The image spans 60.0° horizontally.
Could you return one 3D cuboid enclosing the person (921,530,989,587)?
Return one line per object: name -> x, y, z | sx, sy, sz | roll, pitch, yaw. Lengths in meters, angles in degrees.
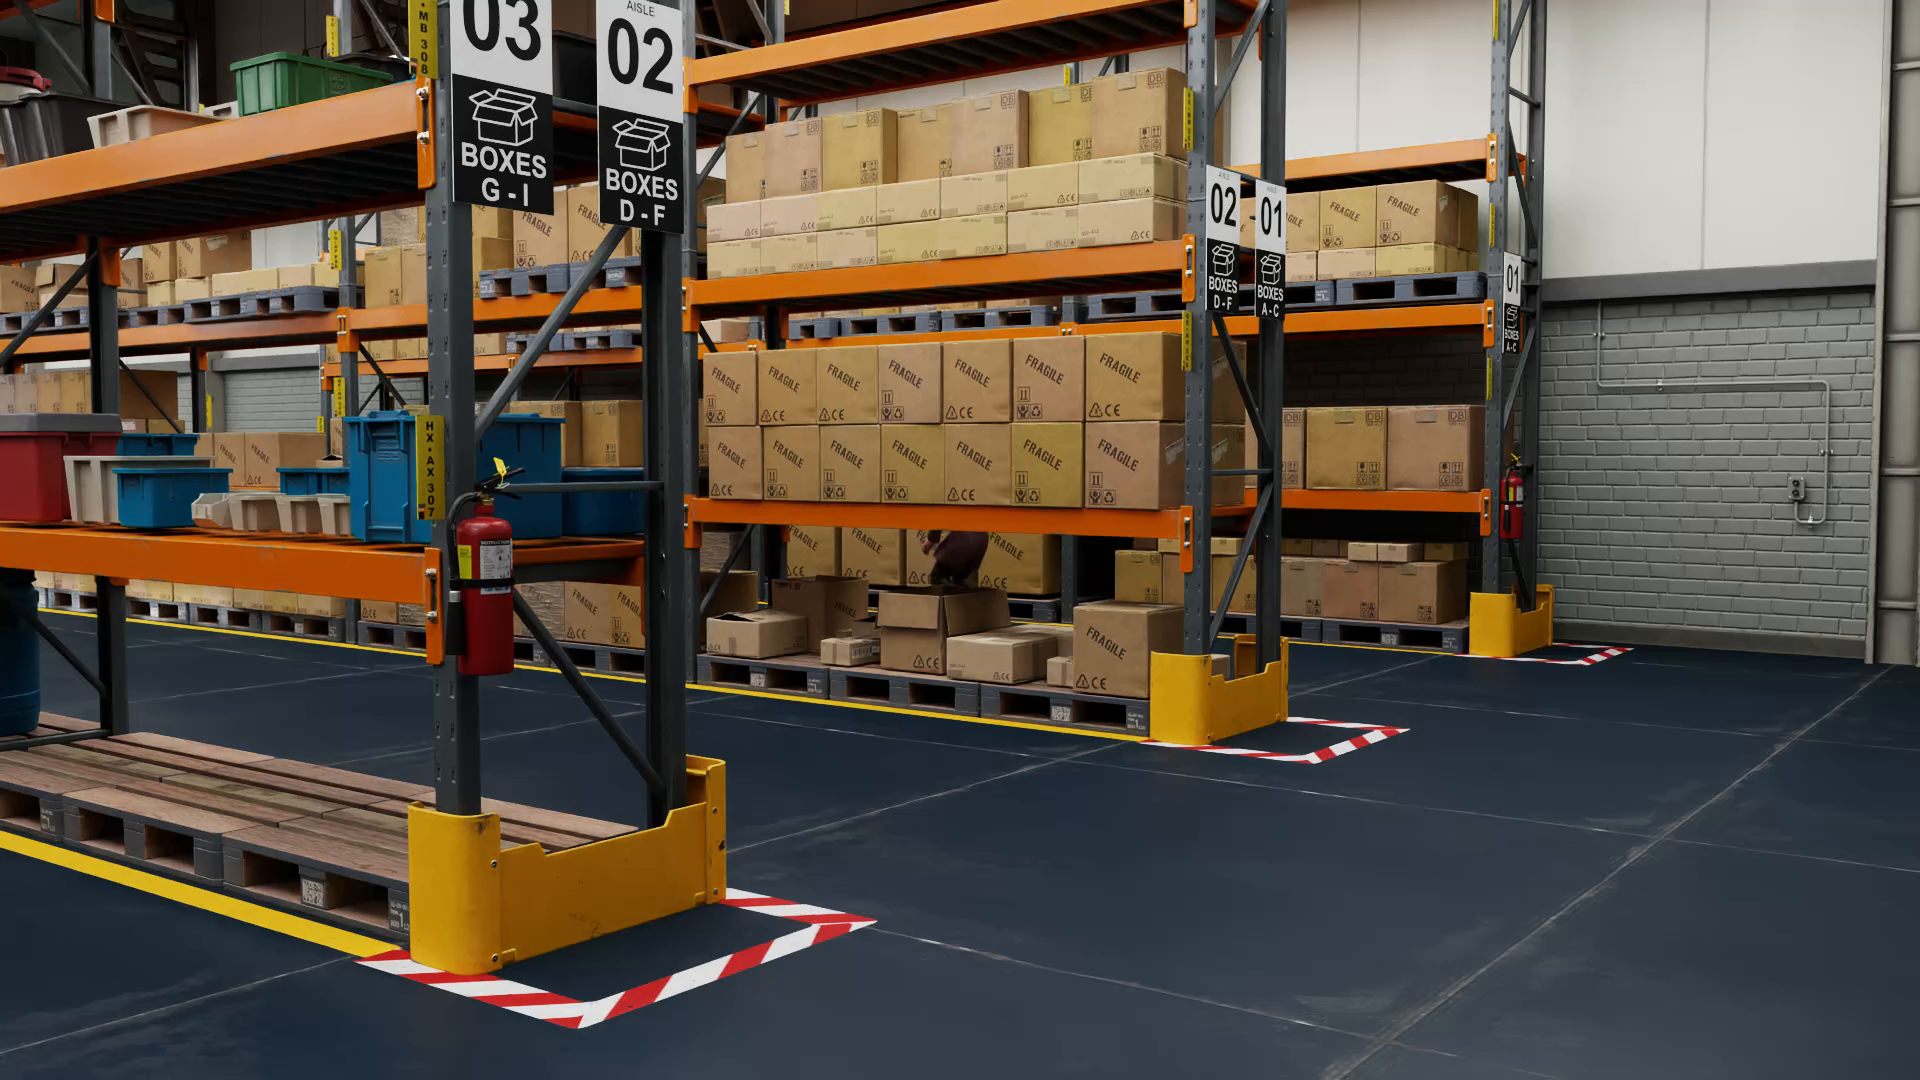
person -> -0.023, 0.014, 14.989 | 0.522, 1.644, 0.611 | 2, 4, 37
